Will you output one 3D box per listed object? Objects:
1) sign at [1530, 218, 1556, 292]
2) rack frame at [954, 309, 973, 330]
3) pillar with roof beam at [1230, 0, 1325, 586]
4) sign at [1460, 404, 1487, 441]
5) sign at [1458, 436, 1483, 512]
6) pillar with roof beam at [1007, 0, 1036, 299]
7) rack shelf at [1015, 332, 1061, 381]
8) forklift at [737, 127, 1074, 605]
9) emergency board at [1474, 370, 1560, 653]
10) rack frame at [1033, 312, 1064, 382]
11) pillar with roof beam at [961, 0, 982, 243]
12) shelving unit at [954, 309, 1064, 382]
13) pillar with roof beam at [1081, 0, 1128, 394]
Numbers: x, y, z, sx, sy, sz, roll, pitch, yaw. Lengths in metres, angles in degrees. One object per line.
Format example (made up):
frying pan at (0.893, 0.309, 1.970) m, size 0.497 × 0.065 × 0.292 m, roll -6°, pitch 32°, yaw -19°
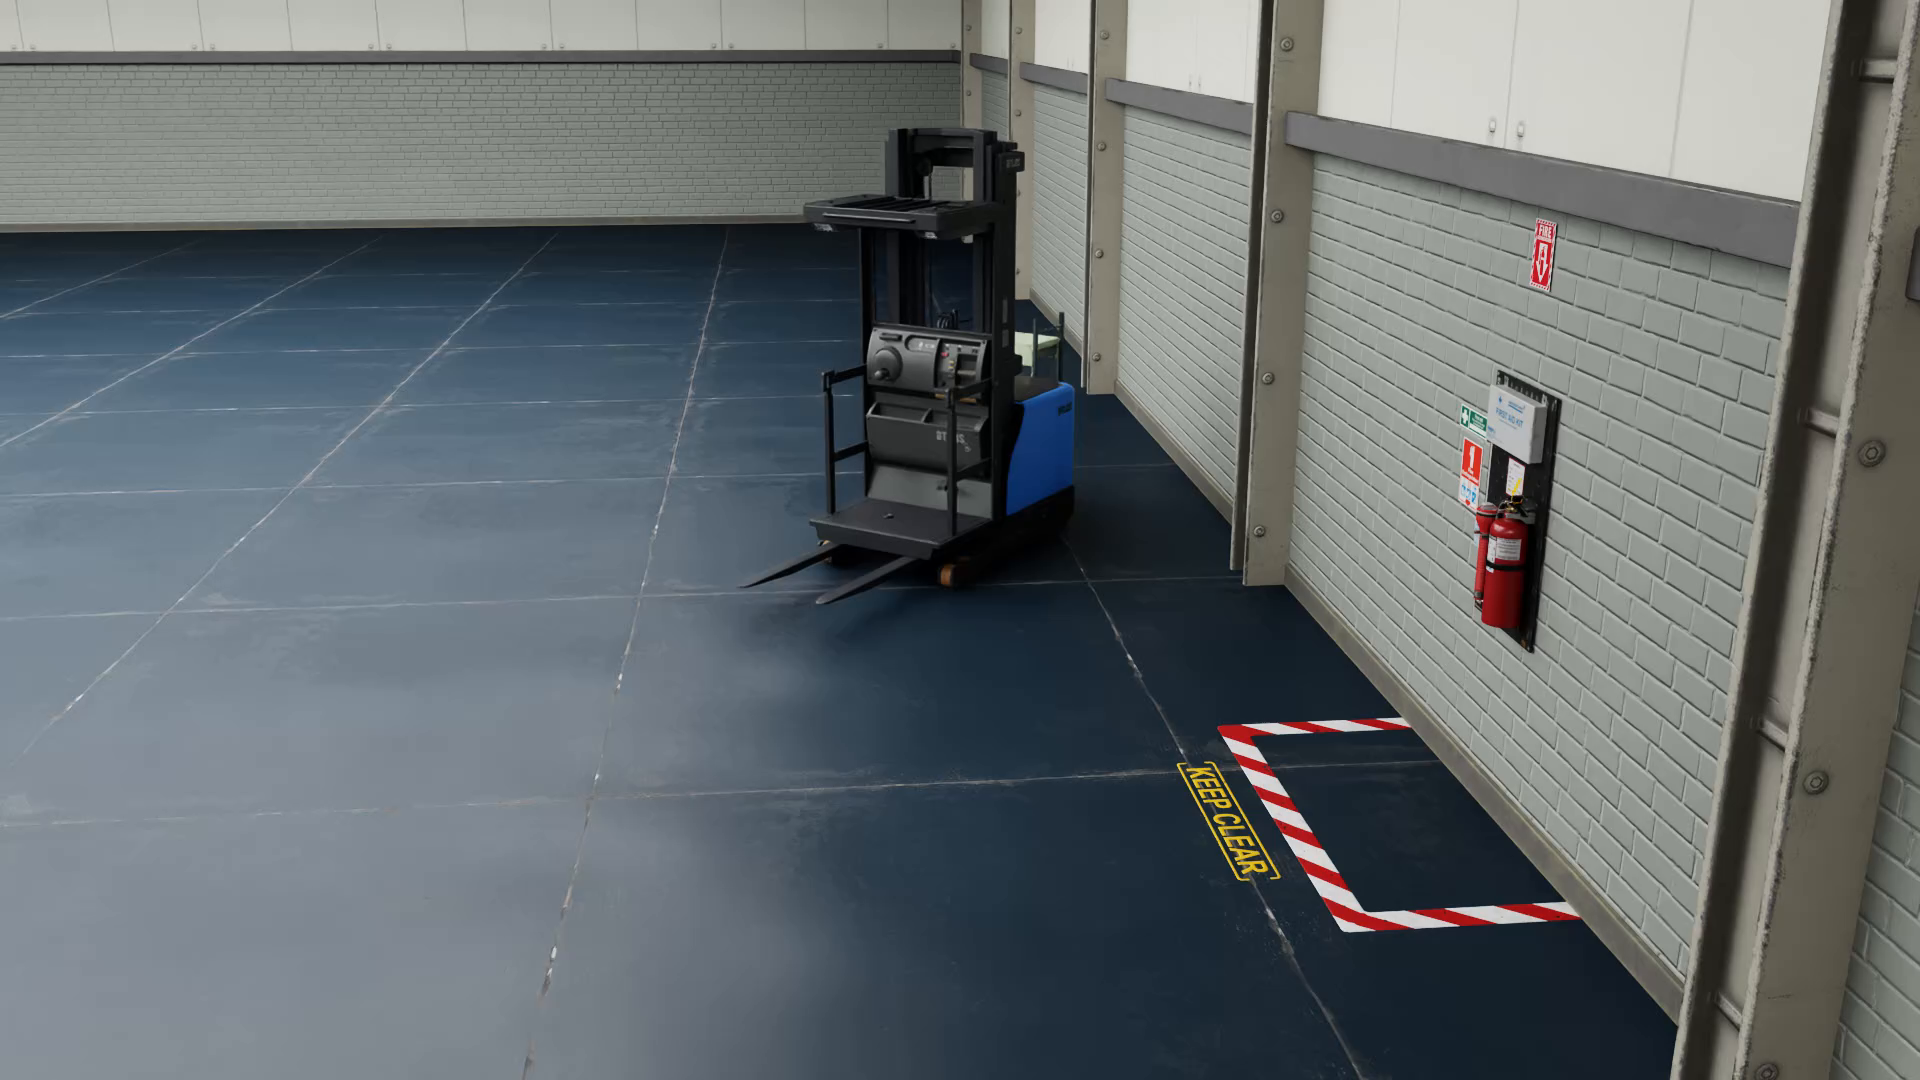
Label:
sign at (2.549, -1.248, 7.274) m, size 0.001 × 0.298 × 0.199 m, roll -2°, pitch 18°, yaw -6°
rack frame at (0.076, -1.110, 13.209) m, size 0.023 × 1.500 × 0.400 m, roll 12°, pitch 21°, yaw 34°
pillar with roof beam at (-2.233, -3.916, 9.626) m, size 9.100 × 9.000 × 0.400 m, roll -2°, pitch 18°, yaw -6°
sign at (2.488, -0.572, 8.048) m, size 0.001 × 0.109 × 0.331 m, roll -2°, pitch 18°, yaw -6°
sign at (2.497, -0.321, 8.133) m, size 0.001 × 0.329 × 0.234 m, roll -2°, pitch 18°, yaw -6°
pillar with roof beam at (-3.471, -7.491, 21.014) m, size 9.100 × 9.000 × 0.400 m, roll -2°, pitch 18°, yaw -6°
rack shelf at (0.375, -1.419, 12.889) m, size 0.720 × 0.370 × 0.431 m, roll 12°, pitch 21°, yaw 34°
forklift at (-0.337, -1.233, 11.211) m, size 1.130 × 2.935 × 3.031 m, roll 10°, pitch 20°, yaw 30°
emergency board at (2.451, -0.136, 7.603) m, size 0.194 × 1.169 × 0.643 m, roll -2°, pitch 18°, yaw -6°
rack frame at (0.673, -0.983, 12.804) m, size 0.023 × 1.500 × 0.400 m, roll 12°, pitch 21°, yaw 34°
pillar with roof beam at (-4.089, -9.279, 26.708) m, size 9.100 × 9.000 × 0.400 m, roll -2°, pitch 18°, yaw -6°
shelving unit at (0.375, -1.046, 13.006) m, size 0.755 × 1.500 × 0.431 m, roll 12°, pitch 21°, yaw 34°
pillar with roof beam at (-2.852, -5.703, 15.320) m, size 9.100 × 9.000 × 0.400 m, roll -2°, pitch 18°, yaw -6°
